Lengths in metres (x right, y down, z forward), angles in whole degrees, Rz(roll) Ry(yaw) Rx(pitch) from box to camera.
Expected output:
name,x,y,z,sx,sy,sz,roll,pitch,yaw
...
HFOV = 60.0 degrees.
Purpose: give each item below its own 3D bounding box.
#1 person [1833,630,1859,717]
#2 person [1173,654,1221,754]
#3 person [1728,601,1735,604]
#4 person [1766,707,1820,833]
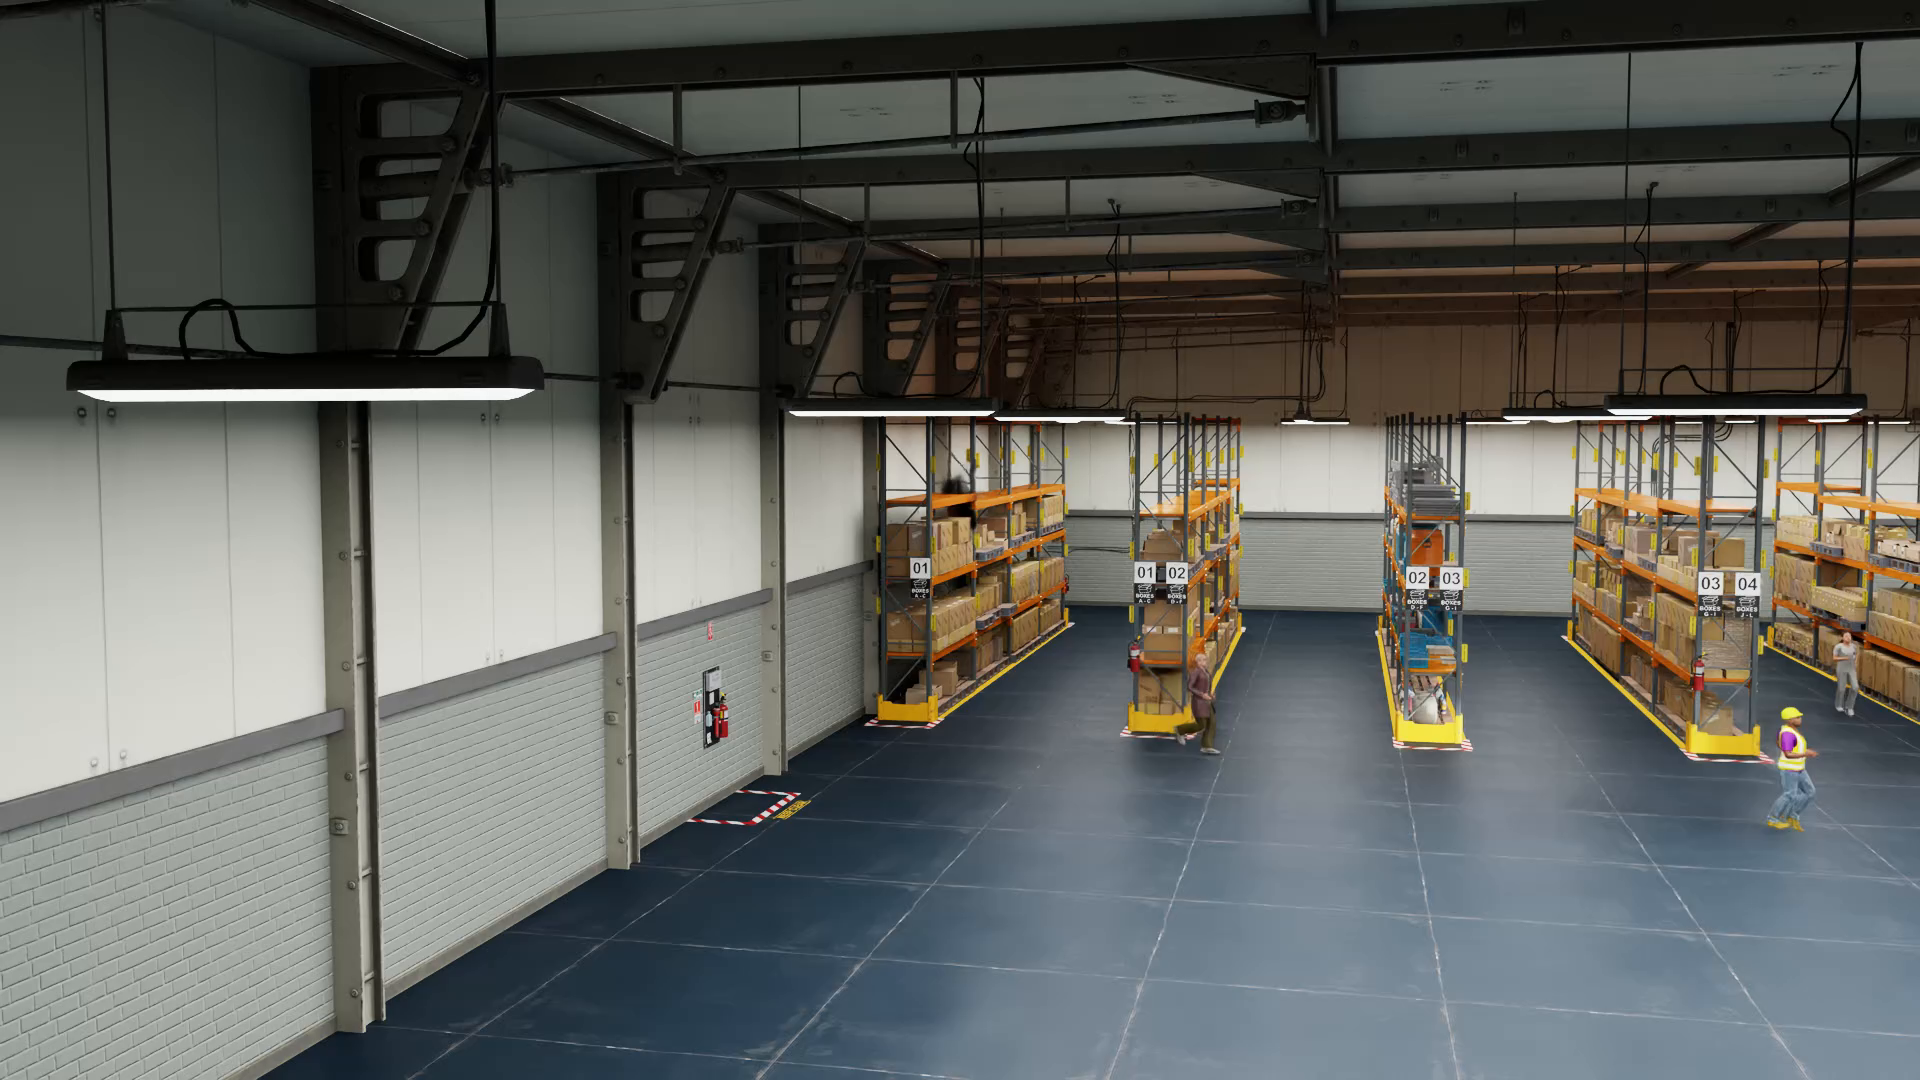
name,x,y,z,sx,sy,sz,roll,pitch,yaw
person,17.647,2.650,33.103,0.544,1.705,0.691,1,4,9
person,4.218,2.876,29.309,0.881,1.753,0.711,2,5,32
person,20.031,1.955,43.583,0.629,1.696,0.642,2,4,29
person,11.786,3.258,23.483,0.683,1.795,0.677,3,5,39
